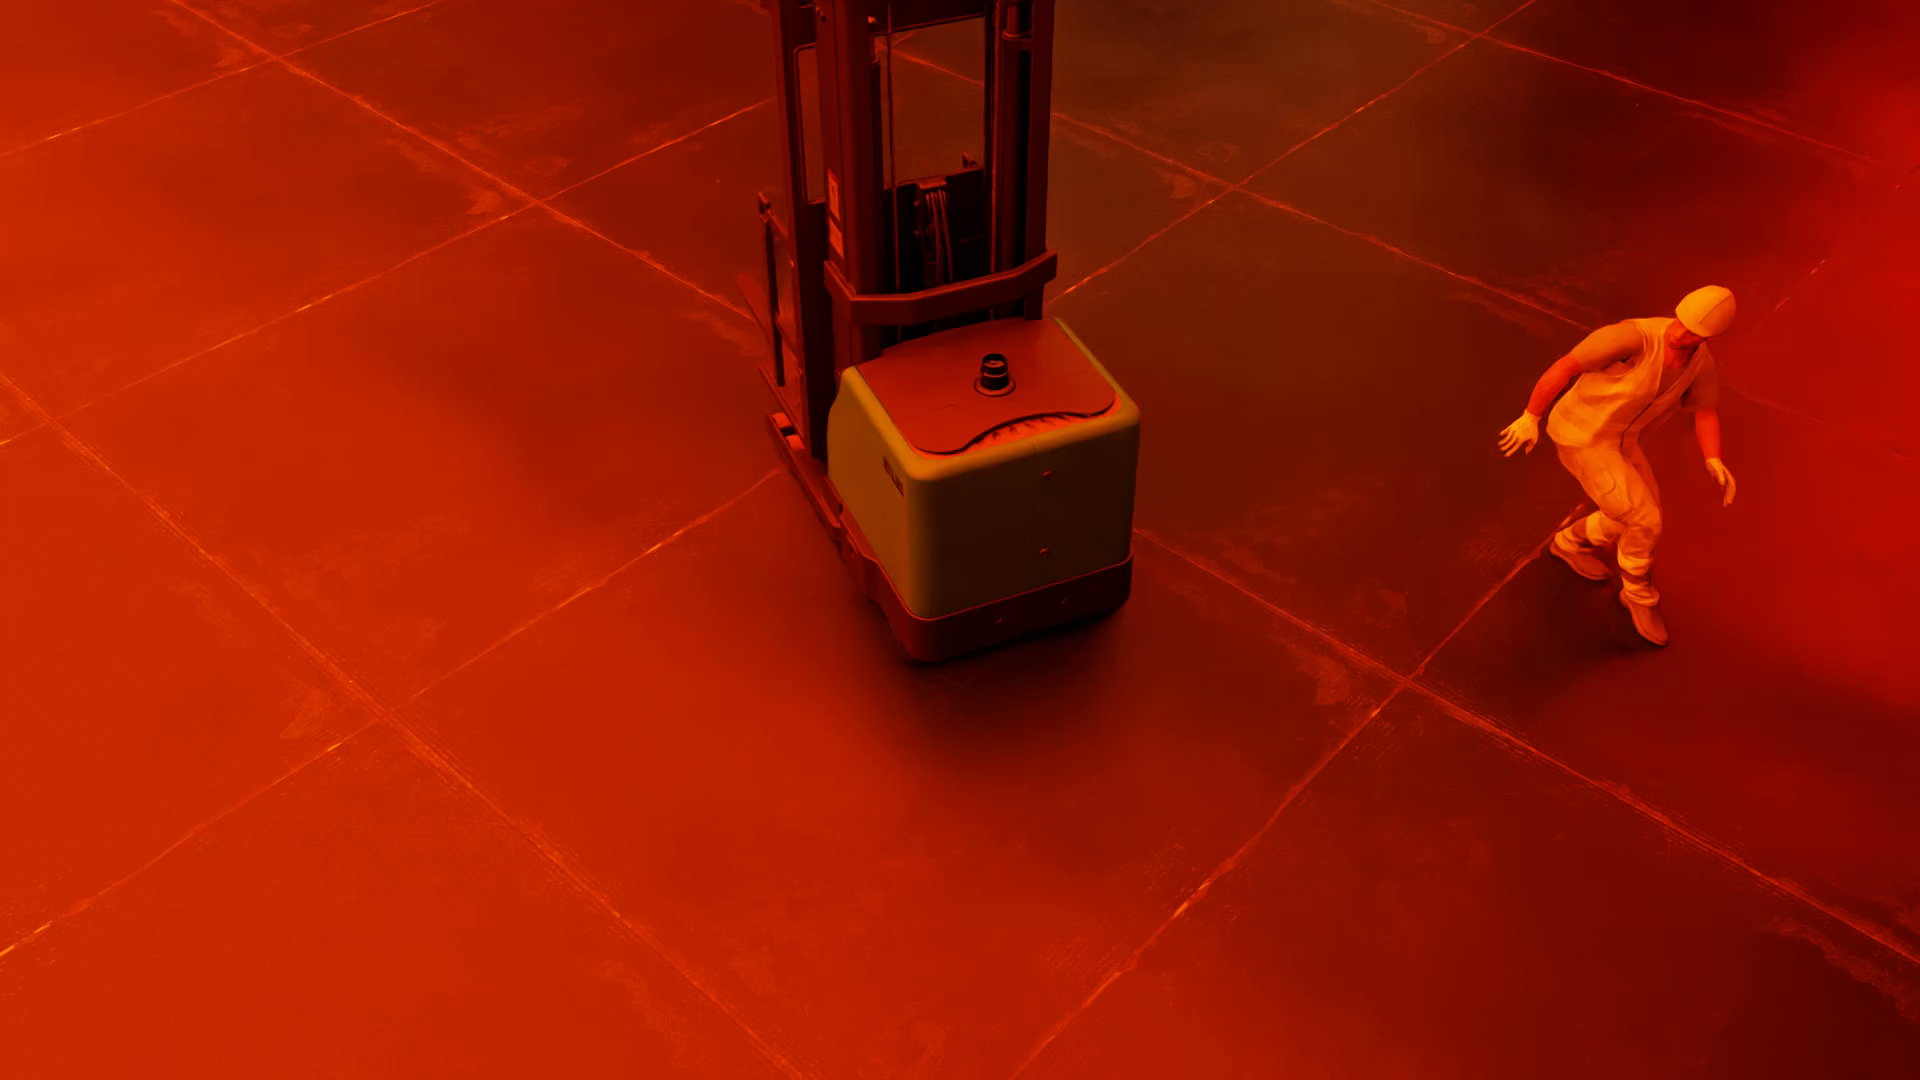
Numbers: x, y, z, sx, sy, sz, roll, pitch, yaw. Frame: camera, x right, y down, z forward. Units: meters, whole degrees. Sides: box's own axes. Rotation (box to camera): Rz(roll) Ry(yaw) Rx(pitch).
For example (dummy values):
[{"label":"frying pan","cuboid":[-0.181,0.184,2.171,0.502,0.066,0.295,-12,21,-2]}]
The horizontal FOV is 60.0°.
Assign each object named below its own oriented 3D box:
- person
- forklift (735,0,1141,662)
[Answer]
[{"label":"person","cuboid":[2.769,-0.333,6.867,0.778,1.586,0.811,-22,45,-24]},{"label":"forklift","cuboid":[-0.307,-1.565,7.253,1.130,2.935,3.031,-16,43,-18]}]
